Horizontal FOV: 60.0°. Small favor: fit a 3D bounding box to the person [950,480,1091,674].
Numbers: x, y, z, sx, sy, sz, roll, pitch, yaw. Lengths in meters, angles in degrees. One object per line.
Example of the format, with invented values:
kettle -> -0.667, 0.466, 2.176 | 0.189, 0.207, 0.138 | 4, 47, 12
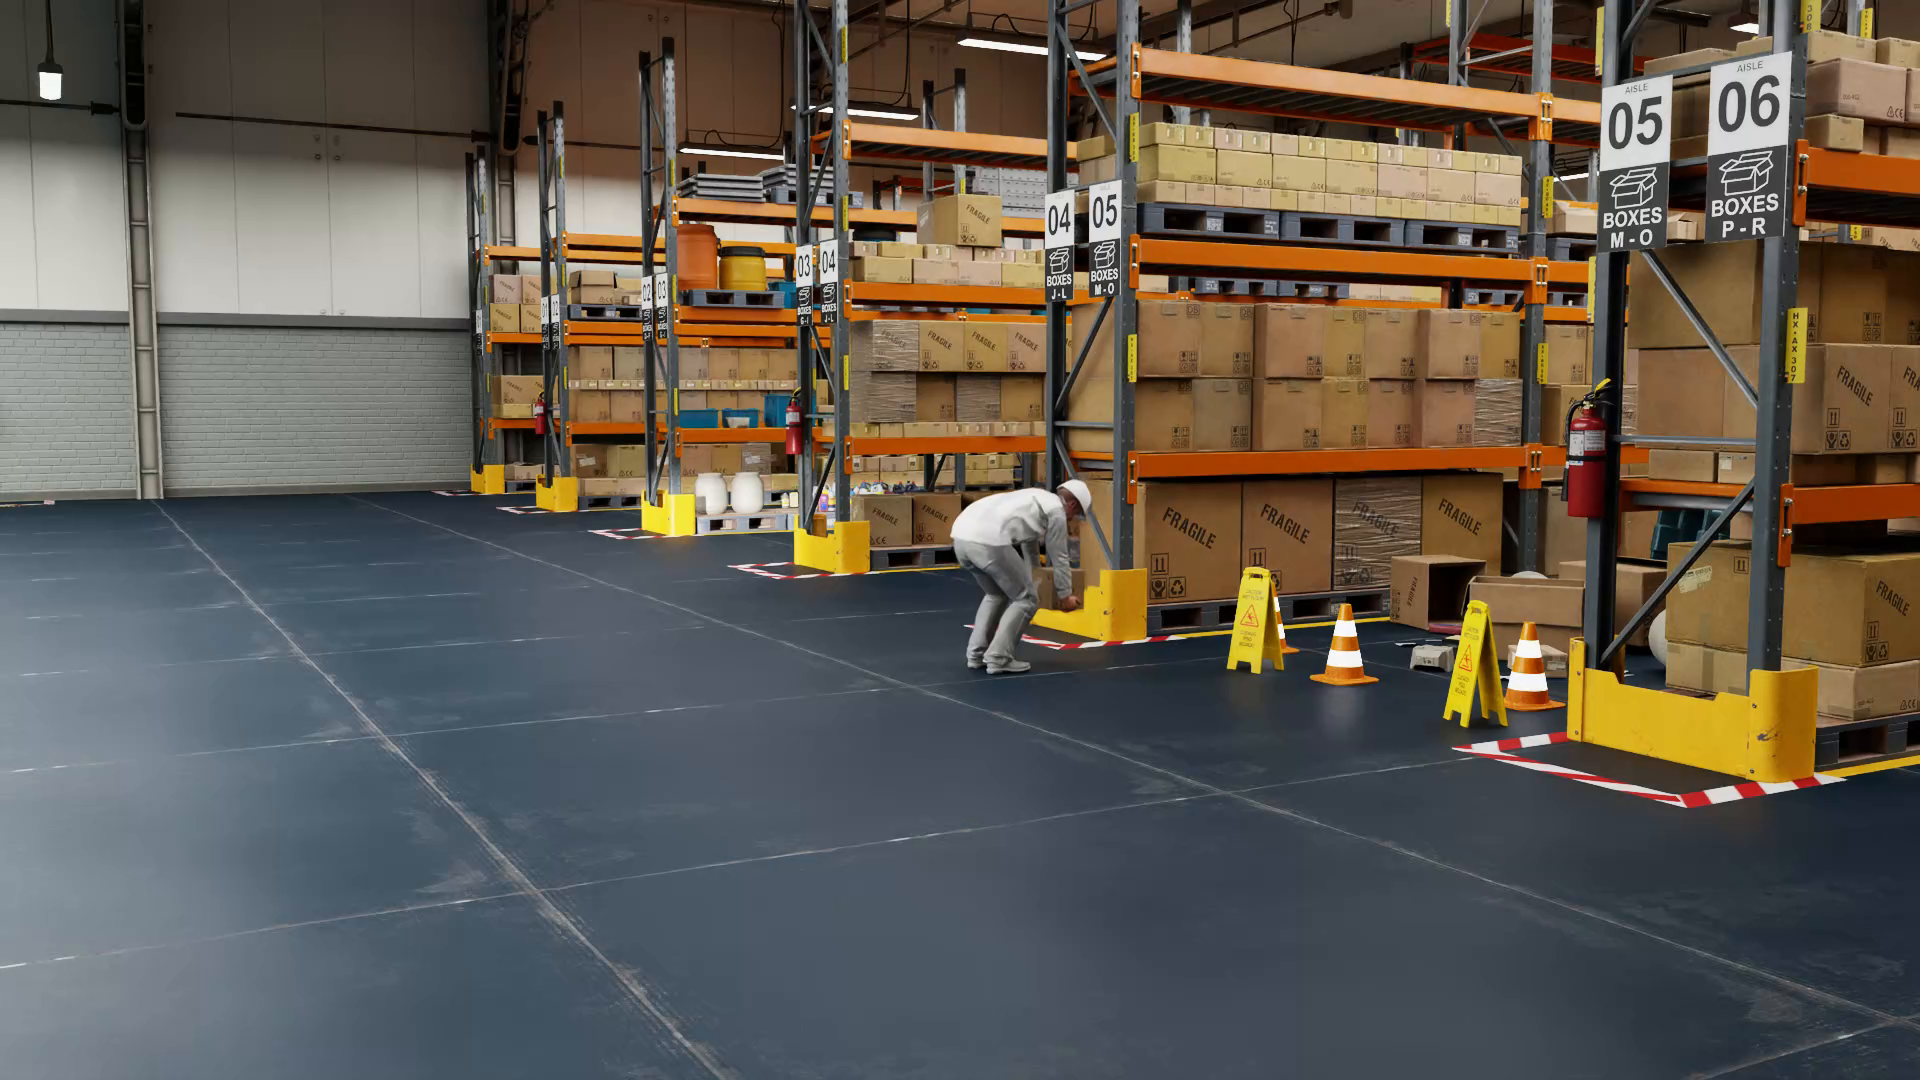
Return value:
person -> 0.416, 0.219, 10.518 | 0.985, 1.178, 0.488 | -3, 6, -31
